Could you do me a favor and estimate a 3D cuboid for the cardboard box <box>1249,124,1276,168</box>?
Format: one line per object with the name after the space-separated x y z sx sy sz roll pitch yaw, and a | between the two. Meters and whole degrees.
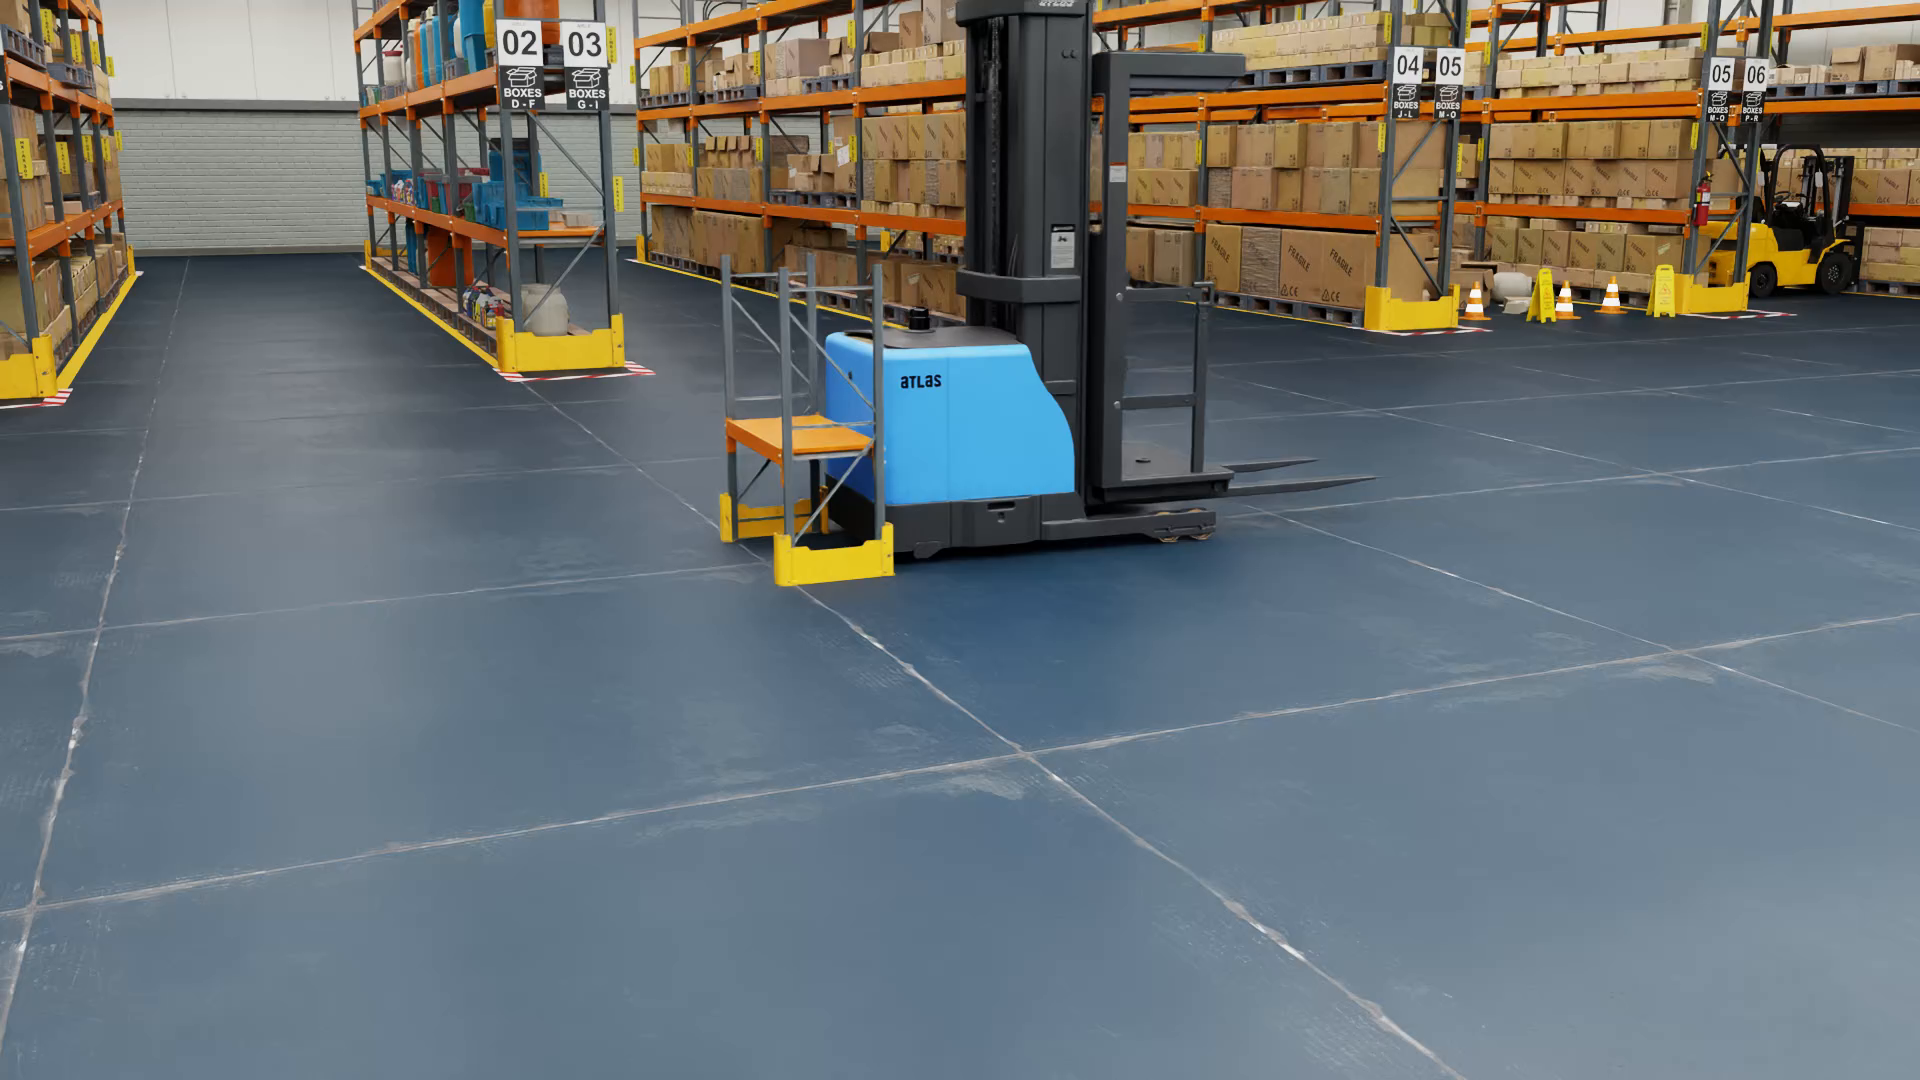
4.284 -5.110 21.570 0.875 0.550 0.550 -6 14 -23 | cardboard box

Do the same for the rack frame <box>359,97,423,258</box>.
-10.180 -6.422 29.966 1.000 3.000 0.127 -6 14 -23 | rack frame

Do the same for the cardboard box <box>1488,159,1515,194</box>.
8.166 -5.363 24.508 0.500 0.500 0.500 -6 14 -23 | cardboard box

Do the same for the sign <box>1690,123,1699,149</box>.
9.331 -5.131 21.119 0.100 0.325 0.005 -6 14 -23 | sign

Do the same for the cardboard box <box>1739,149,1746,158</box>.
12.648 -6.152 26.477 0.380 0.149 0.250 -5 14 -22 | cardboard box

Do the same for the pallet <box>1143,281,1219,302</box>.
3.372 -3.612 24.006 1.003 0.211 1.213 -6 14 -23 | pallet

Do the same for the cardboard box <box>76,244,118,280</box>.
-12.657 -4.070 24.369 0.500 0.500 0.500 -6 14 -23 | cardboard box

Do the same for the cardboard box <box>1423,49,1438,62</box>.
5.509 -5.683 19.524 0.380 0.149 0.250 -6 14 -23 | cardboard box

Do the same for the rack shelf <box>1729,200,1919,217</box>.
13.593 -4.971 25.291 1.077 0.370 4.000 -6 14 -23 | rack shelf

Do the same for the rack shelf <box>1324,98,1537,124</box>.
7.444 -6.810 26.583 1.077 0.370 4.000 -6 14 -23 | rack shelf

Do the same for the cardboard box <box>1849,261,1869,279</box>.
13.534 -4.049 24.881 0.500 0.250 0.500 -5 14 -22 | cardboard box

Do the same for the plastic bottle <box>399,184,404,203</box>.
-8.277 -5.166 24.814 0.152 0.276 0.135 -6 14 -23 | plastic bottle

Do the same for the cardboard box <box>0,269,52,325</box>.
-8.736 -2.236 15.384 0.500 0.500 0.500 -6 14 -23 | cardboard box

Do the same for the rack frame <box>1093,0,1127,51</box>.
2.148 -8.567 25.927 1.000 3.000 0.127 -6 14 -23 | rack frame

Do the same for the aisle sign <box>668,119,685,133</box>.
-5.395 -8.178 31.787 0.394 0.787 0.004 -6 14 -23 | aisle sign

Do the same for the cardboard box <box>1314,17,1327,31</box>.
4.502 -6.221 20.078 0.380 0.149 0.250 -6 14 -23 | cardboard box

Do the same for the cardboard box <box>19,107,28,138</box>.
-9.326 -3.878 15.875 0.700 0.500 0.500 -6 14 -23 | cardboard box

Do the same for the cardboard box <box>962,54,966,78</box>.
0.342 -5.029 17.626 0.500 0.250 0.500 -5 14 -22 | cardboard box

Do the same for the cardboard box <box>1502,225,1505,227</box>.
10.633 -5.720 31.545 0.500 0.500 0.500 -6 14 -24 | cardboard box

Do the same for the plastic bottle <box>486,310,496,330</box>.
-4.908 -2.307 17.418 0.097 0.201 0.097 0 13 0 | plastic bottle

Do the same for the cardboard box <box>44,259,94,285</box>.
-10.866 -3.268 20.262 0.500 0.311 0.500 -6 14 -24 | cardboard box

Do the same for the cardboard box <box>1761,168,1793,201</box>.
12.954 -5.562 26.027 0.500 0.500 0.500 -5 14 -22 | cardboard box

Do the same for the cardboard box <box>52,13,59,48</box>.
-12.093 -6.621 21.735 0.500 0.500 0.500 -6 14 -23 | cardboard box

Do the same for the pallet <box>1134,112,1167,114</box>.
3.745 -9.031 34.780 1.003 0.211 1.213 -6 14 -23 | pallet

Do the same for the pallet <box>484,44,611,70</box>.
-4.012 -4.666 16.143 1.003 0.211 1.213 -6 14 -23 | pallet

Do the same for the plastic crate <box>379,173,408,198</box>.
-9.077 -5.683 26.674 0.392 0.384 0.575 -6 14 -23 | plastic crate

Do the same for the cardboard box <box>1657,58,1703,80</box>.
9.396 -6.074 21.481 0.500 0.250 0.500 -6 14 -24 | cardboard box

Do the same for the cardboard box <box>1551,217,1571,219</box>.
11.266 -6.000 31.314 0.380 0.149 0.250 -5 14 -20 | cardboard box

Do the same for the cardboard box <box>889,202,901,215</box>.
-0.639 -3.988 20.007 0.380 0.149 0.250 -6 14 -23 | cardboard box

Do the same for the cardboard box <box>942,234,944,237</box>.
-0.113 -5.786 31.291 0.380 0.149 0.250 -5 14 -21 | cardboard box

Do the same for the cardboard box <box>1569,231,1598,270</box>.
8.880 -4.044 23.193 0.500 0.500 0.500 -6 14 -24 | cardboard box

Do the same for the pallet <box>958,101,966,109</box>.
0.696 -7.703 29.264 1.213 0.211 1.003 -6 14 -23 | pallet

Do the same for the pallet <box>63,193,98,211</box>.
-11.851 -4.363 21.494 1.213 0.211 1.003 -6 14 -23 | pallet

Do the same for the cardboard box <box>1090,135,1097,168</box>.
2.319 -6.086 26.075 0.700 0.500 0.500 -6 14 -23 | cardboard box

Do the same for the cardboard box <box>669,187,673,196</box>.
-4.977 -6.220 29.648 0.380 0.149 0.250 -6 14 -24 | cardboard box

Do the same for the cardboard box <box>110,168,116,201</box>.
-13.478 -5.537 25.919 0.500 0.500 0.500 -6 14 -23 | cardboard box

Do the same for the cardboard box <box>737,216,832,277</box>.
-2.694 -4.531 25.574 1.225 0.875 0.875 -6 14 -26 | cardboard box

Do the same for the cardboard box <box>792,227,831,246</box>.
-2.141 -4.443 24.319 0.500 0.250 0.500 -5 14 -21 | cardboard box

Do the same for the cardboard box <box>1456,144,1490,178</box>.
7.850 -5.758 25.285 0.500 0.500 0.500 -6 14 -24 | cardboard box

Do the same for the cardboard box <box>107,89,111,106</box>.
-14.272 -7.282 27.359 0.500 0.250 0.500 -6 14 -23 | cardboard box

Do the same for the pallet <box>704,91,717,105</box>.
-3.627 -7.226 27.213 0.805 0.209 1.217 -6 14 -25 | pallet

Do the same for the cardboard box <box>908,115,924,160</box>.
-0.275 -4.646 19.194 0.500 0.500 0.500 -6 14 -23 | cardboard box

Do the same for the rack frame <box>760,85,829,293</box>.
-2.437 -5.217 24.758 1.000 3.000 0.127 -6 14 -23 | rack frame

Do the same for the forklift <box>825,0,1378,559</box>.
0.834 -1.518 8.927 3.031 2.935 1.130 -5 14 -20 | forklift

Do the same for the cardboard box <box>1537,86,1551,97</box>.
8.464 -6.382 23.698 0.380 0.149 0.250 -5 14 -21 | cardboard box

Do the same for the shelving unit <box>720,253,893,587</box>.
-0.799 -0.645 8.329 0.587 1.500 1.083 -5 14 -22 | shelving unit

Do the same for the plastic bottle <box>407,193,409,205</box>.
-7.884 -4.912 23.879 0.097 0.201 0.097 0 13 0 | plastic bottle

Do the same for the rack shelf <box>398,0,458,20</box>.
-6.174 -6.734 20.489 1.077 0.370 4.000 -6 14 -23 | rack shelf

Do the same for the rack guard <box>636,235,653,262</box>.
-5.651 -5.657 32.202 1.175 0.500 0.348 -6 14 -23 | rack guard

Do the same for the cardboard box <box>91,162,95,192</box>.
-12.353 -5.043 22.854 0.700 0.500 0.500 -10 16 -37 | cardboard box

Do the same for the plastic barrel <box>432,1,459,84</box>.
-5.775 -5.734 19.229 0.600 0.901 0.708 -6 14 -23 | plastic barrel

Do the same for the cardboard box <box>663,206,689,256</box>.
-4.947 -5.726 30.739 0.875 0.875 0.875 -6 14 -23 | cardboard box

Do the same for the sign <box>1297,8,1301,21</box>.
7.488 -11.581 36.705 0.100 0.325 0.005 -6 14 -23 | sign

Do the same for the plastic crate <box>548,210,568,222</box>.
-4.490 -3.502 17.933 0.530 0.136 0.437 -6 14 -23 | plastic crate
